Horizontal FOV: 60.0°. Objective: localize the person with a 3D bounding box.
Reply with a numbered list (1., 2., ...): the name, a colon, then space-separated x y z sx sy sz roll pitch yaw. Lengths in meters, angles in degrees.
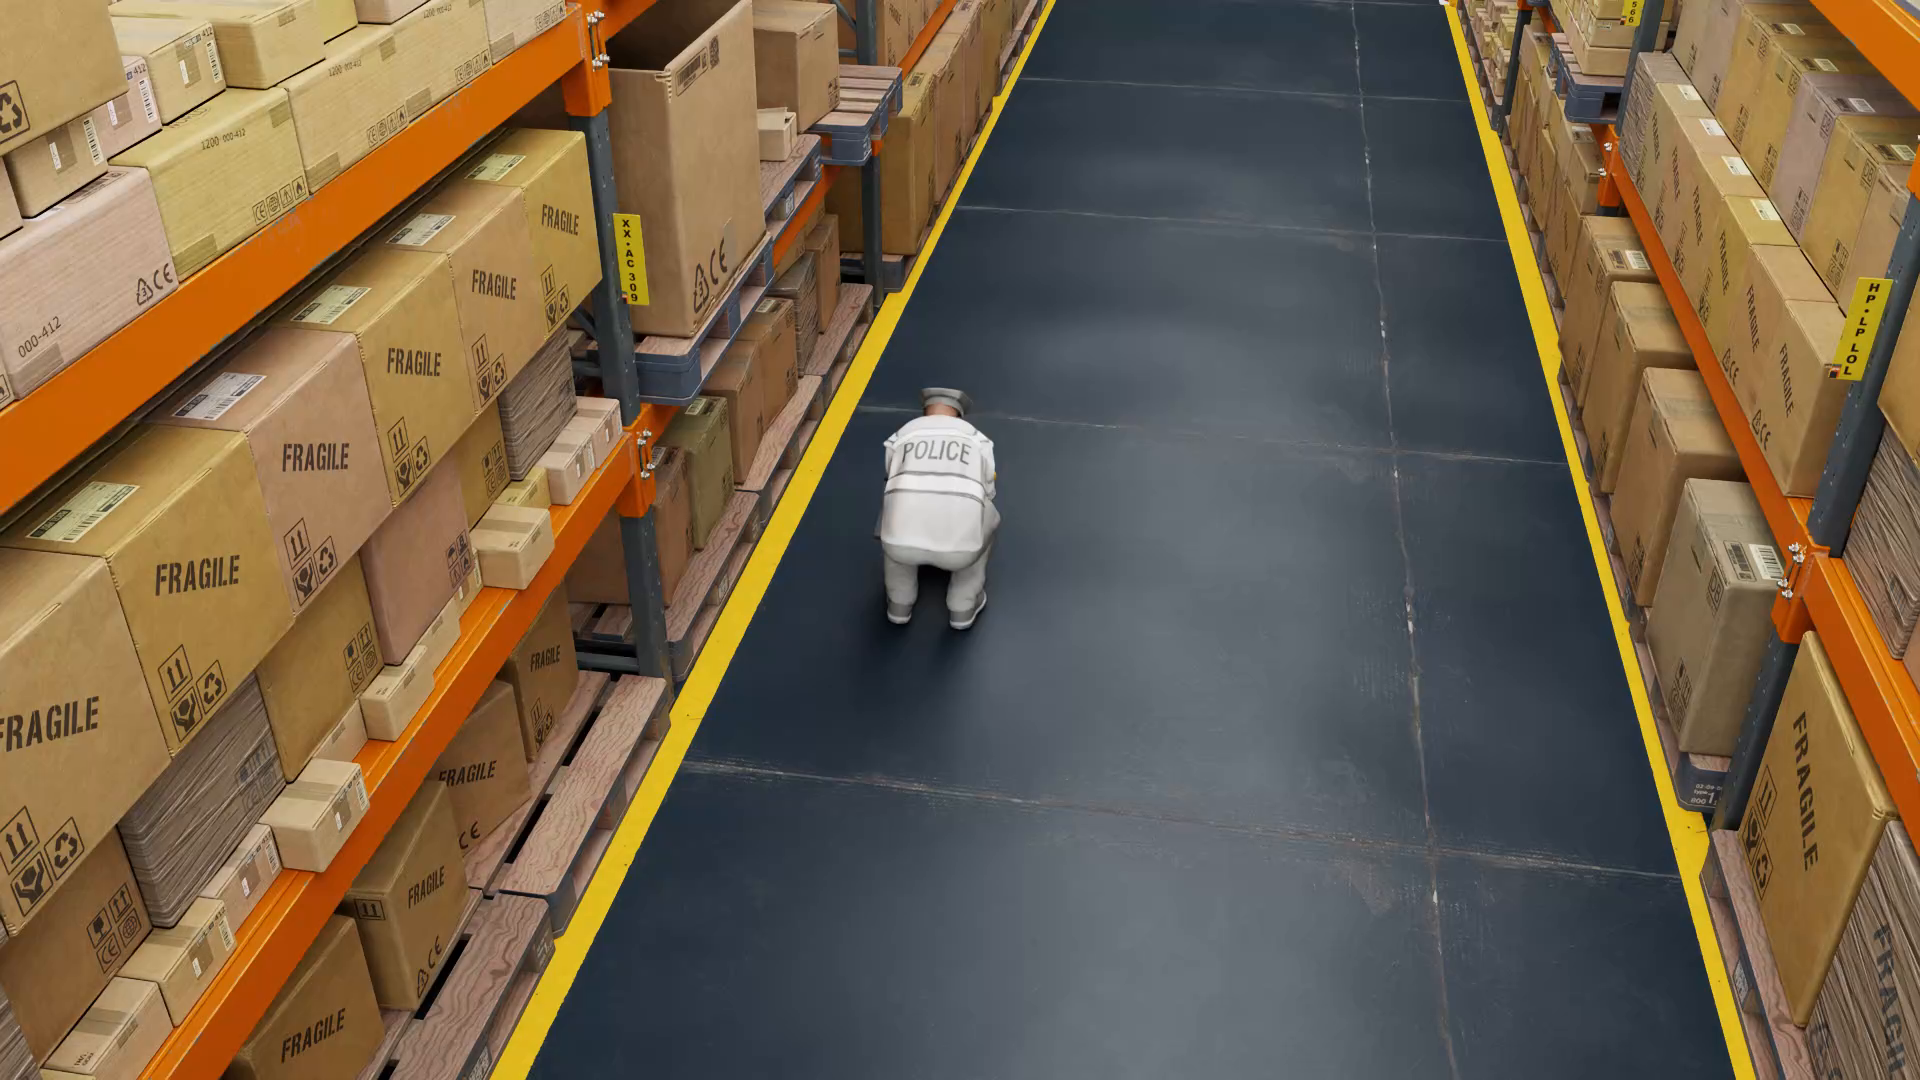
1. person: -0.090 -0.125 7.242 0.531 0.829 1.015 5 32 7
